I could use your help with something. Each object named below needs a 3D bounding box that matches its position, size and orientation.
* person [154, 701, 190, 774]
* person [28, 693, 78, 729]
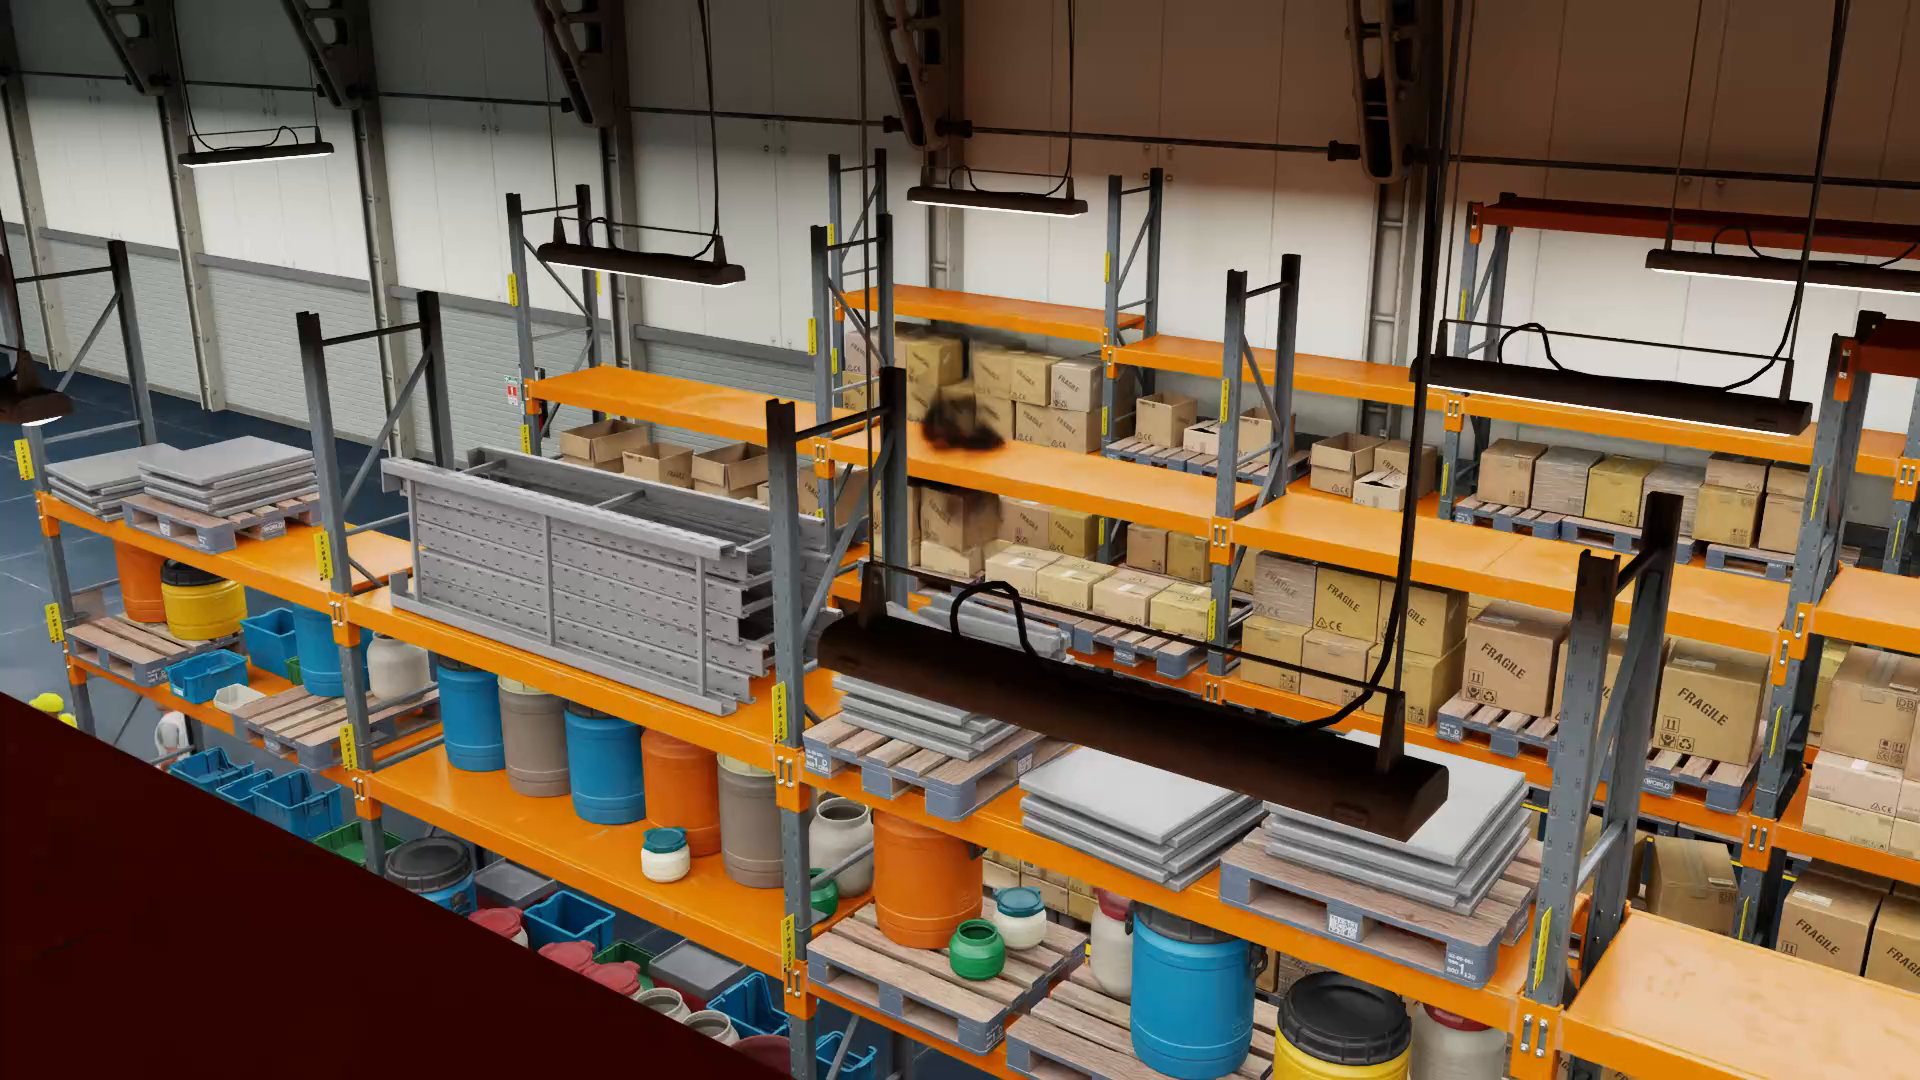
[{"bbox_3d":[-7.478,2.161,15.948,0.552,1.736,0.725,-1,19,-3],"label":"person"},{"bbox_3d":[-8.333,2.251,15.688,0.674,1.748,0.715,-4,19,-11],"label":"person"}]
